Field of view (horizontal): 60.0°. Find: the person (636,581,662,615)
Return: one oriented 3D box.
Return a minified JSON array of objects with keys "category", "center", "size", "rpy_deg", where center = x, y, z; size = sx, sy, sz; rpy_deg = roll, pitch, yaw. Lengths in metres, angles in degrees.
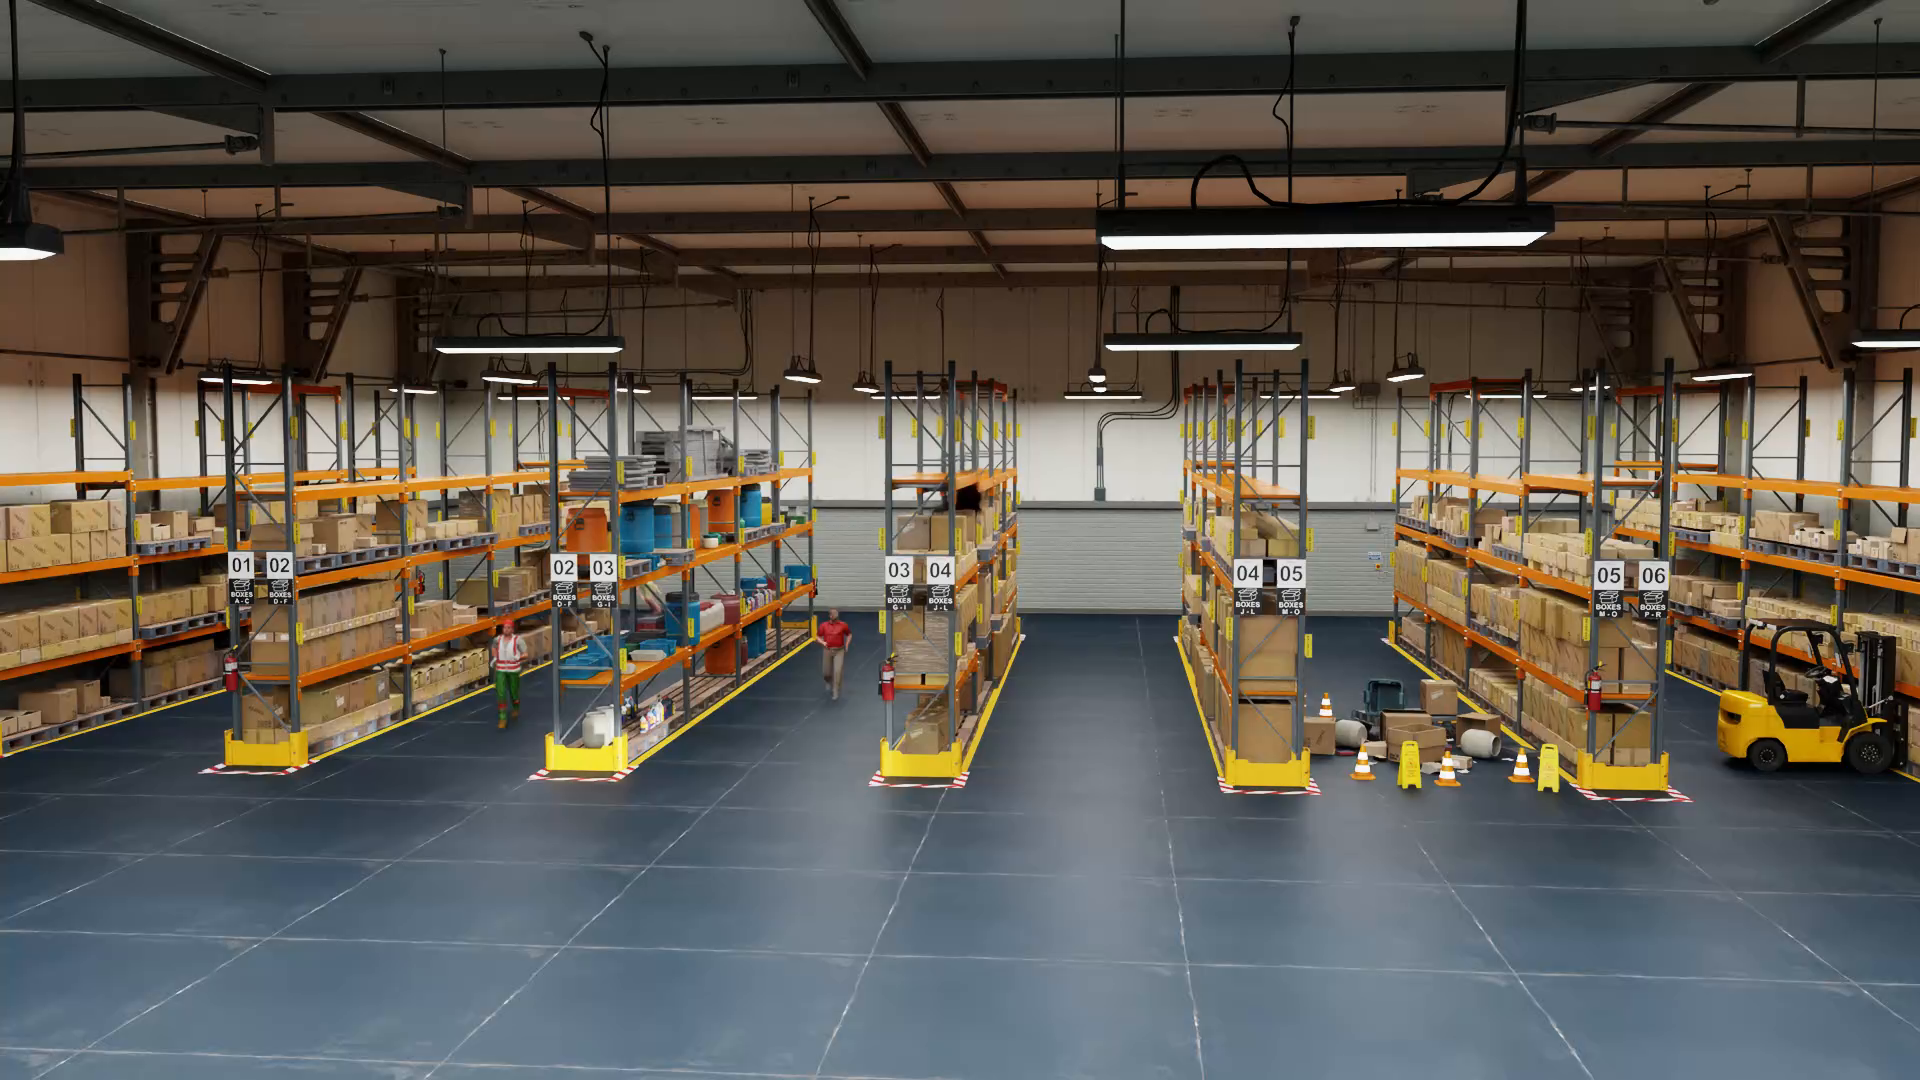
[{"category":"person","center":[-7.682,1.474,41.442],"size":[0.575,1.628,0.629],"rpy_deg":[1,4,20]}]

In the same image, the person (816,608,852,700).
[{"category":"person","center":[-2.353,2.112,31.113],"size":[0.674,1.682,0.782],"rpy_deg":[0,4,-3]}]

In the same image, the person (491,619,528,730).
[{"category":"person","center":[-7.639,2.240,28.160],"size":[0.652,1.803,0.983],"rpy_deg":[0,4,-4]}]
